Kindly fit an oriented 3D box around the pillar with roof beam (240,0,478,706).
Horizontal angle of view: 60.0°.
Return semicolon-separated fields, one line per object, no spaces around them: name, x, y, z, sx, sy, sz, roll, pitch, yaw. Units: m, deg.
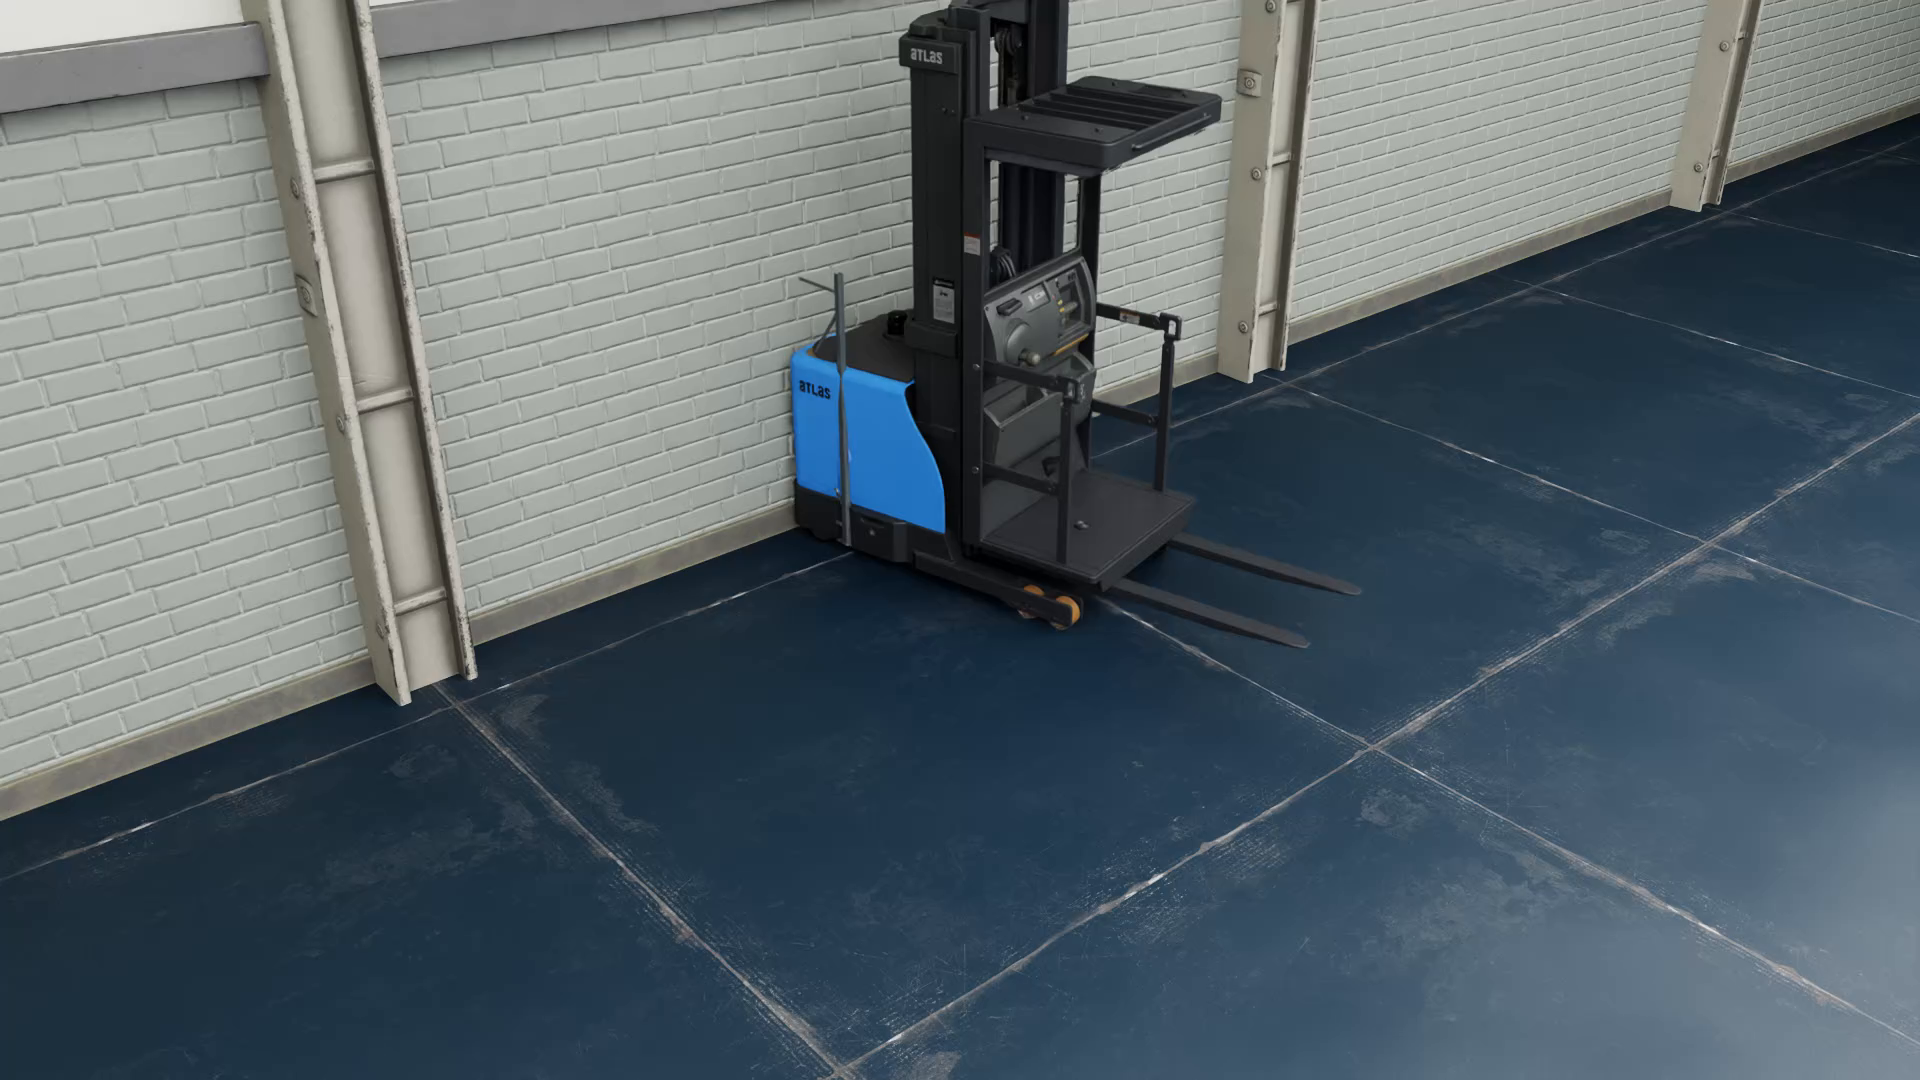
pillar with roof beam;0.223;-1.762;2.999;0.400;9.000;9.100;-22;35;-35

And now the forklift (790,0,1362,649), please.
forklift;0.578;-1.125;8.246;3.031;2.935;1.130;18;33;30

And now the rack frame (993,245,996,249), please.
rack frame;0.073;-0.973;9.458;0.032;1.500;0.500;-16;28;-33

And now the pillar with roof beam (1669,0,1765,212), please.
pillar with roof beam;9.352;-5.433;9.868;0.400;9.000;9.100;-22;35;-35

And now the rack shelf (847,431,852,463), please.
rack shelf;-0.337;-0.689;9.253;1.000;0.185;0.538;-16;28;-33

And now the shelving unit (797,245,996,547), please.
shelving unit;-0.337;-0.854;9.183;1.048;1.500;0.538;-16;28;-33

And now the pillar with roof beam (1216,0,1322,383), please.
pillar with roof beam;4.787;-3.597;6.433;0.400;9.000;9.100;-22;35;-35

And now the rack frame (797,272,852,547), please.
rack frame;-0.748;-0.736;8.908;0.032;1.500;0.500;-16;28;-33
